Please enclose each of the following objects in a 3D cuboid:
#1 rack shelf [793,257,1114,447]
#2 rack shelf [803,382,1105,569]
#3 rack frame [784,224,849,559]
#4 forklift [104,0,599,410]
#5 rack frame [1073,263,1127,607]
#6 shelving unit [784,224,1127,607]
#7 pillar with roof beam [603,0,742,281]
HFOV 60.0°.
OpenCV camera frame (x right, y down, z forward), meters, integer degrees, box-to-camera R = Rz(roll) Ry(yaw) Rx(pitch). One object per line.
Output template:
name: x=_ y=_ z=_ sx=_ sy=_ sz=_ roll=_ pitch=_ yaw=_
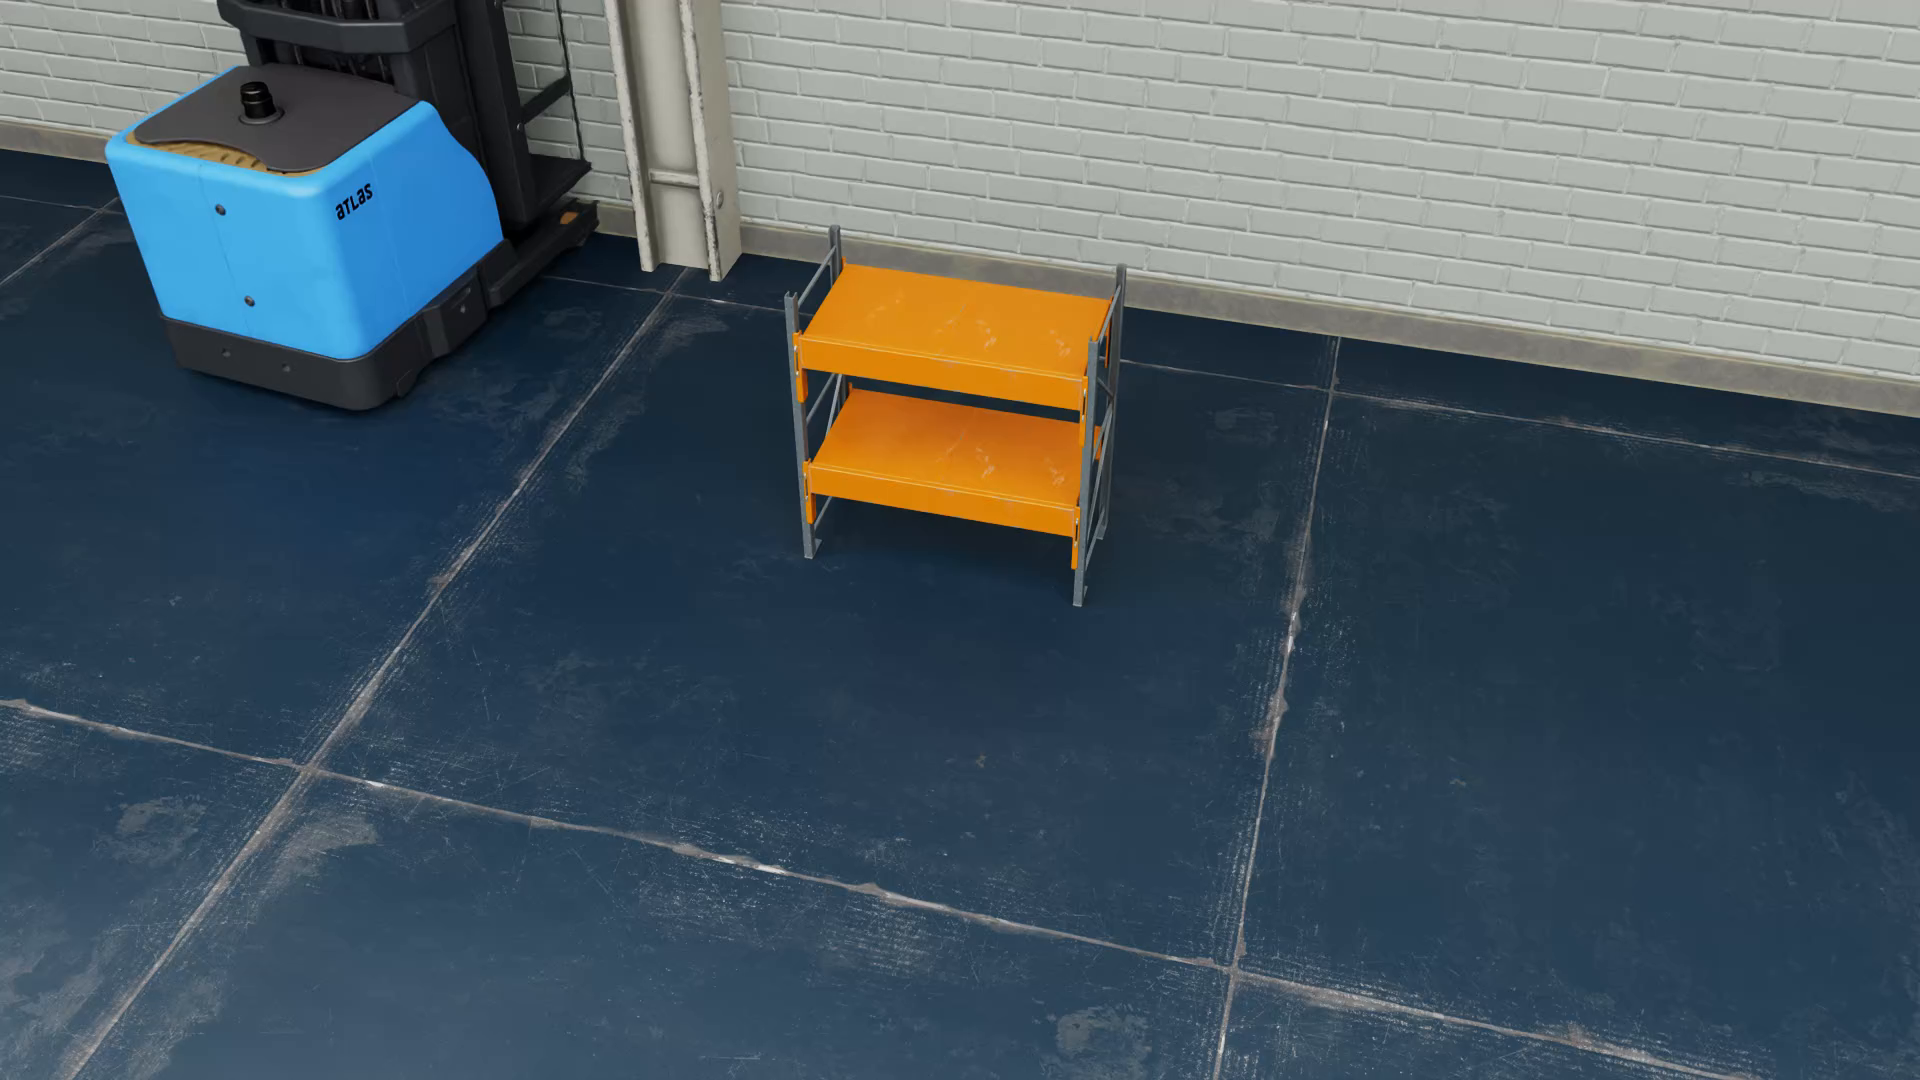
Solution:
rack shelf: x=-0.007 y=-0.656 z=5.701 sx=1.000 sy=0.278 sz=0.538 roll=10 pitch=41 yaw=11
rack shelf: x=-0.007 y=-0.245 z=6.047 sx=1.000 sy=0.278 sz=0.538 roll=10 pitch=41 yaw=11
rack frame: x=-0.498 y=-0.516 z=5.990 sx=0.032 sy=1.125 sz=0.500 roll=10 pitch=41 yaw=11
forklift: x=-2.328 y=-2.603 z=7.071 sx=1.130 sy=2.935 sz=3.031 roll=14 pitch=42 yaw=16
rack frame: x=0.485 y=-0.347 z=5.789 sx=0.032 sy=1.125 sz=0.500 roll=10 pitch=41 yaw=11
shelving unit: x=-0.007 y=-0.432 z=5.890 sx=1.048 sy=1.125 sz=0.538 roll=10 pitch=41 yaw=11
pillar with roof beam: x=-2.368 y=-2.091 z=1.743 sx=0.400 sy=9.000 sz=9.100 roll=10 pitch=41 yaw=11
